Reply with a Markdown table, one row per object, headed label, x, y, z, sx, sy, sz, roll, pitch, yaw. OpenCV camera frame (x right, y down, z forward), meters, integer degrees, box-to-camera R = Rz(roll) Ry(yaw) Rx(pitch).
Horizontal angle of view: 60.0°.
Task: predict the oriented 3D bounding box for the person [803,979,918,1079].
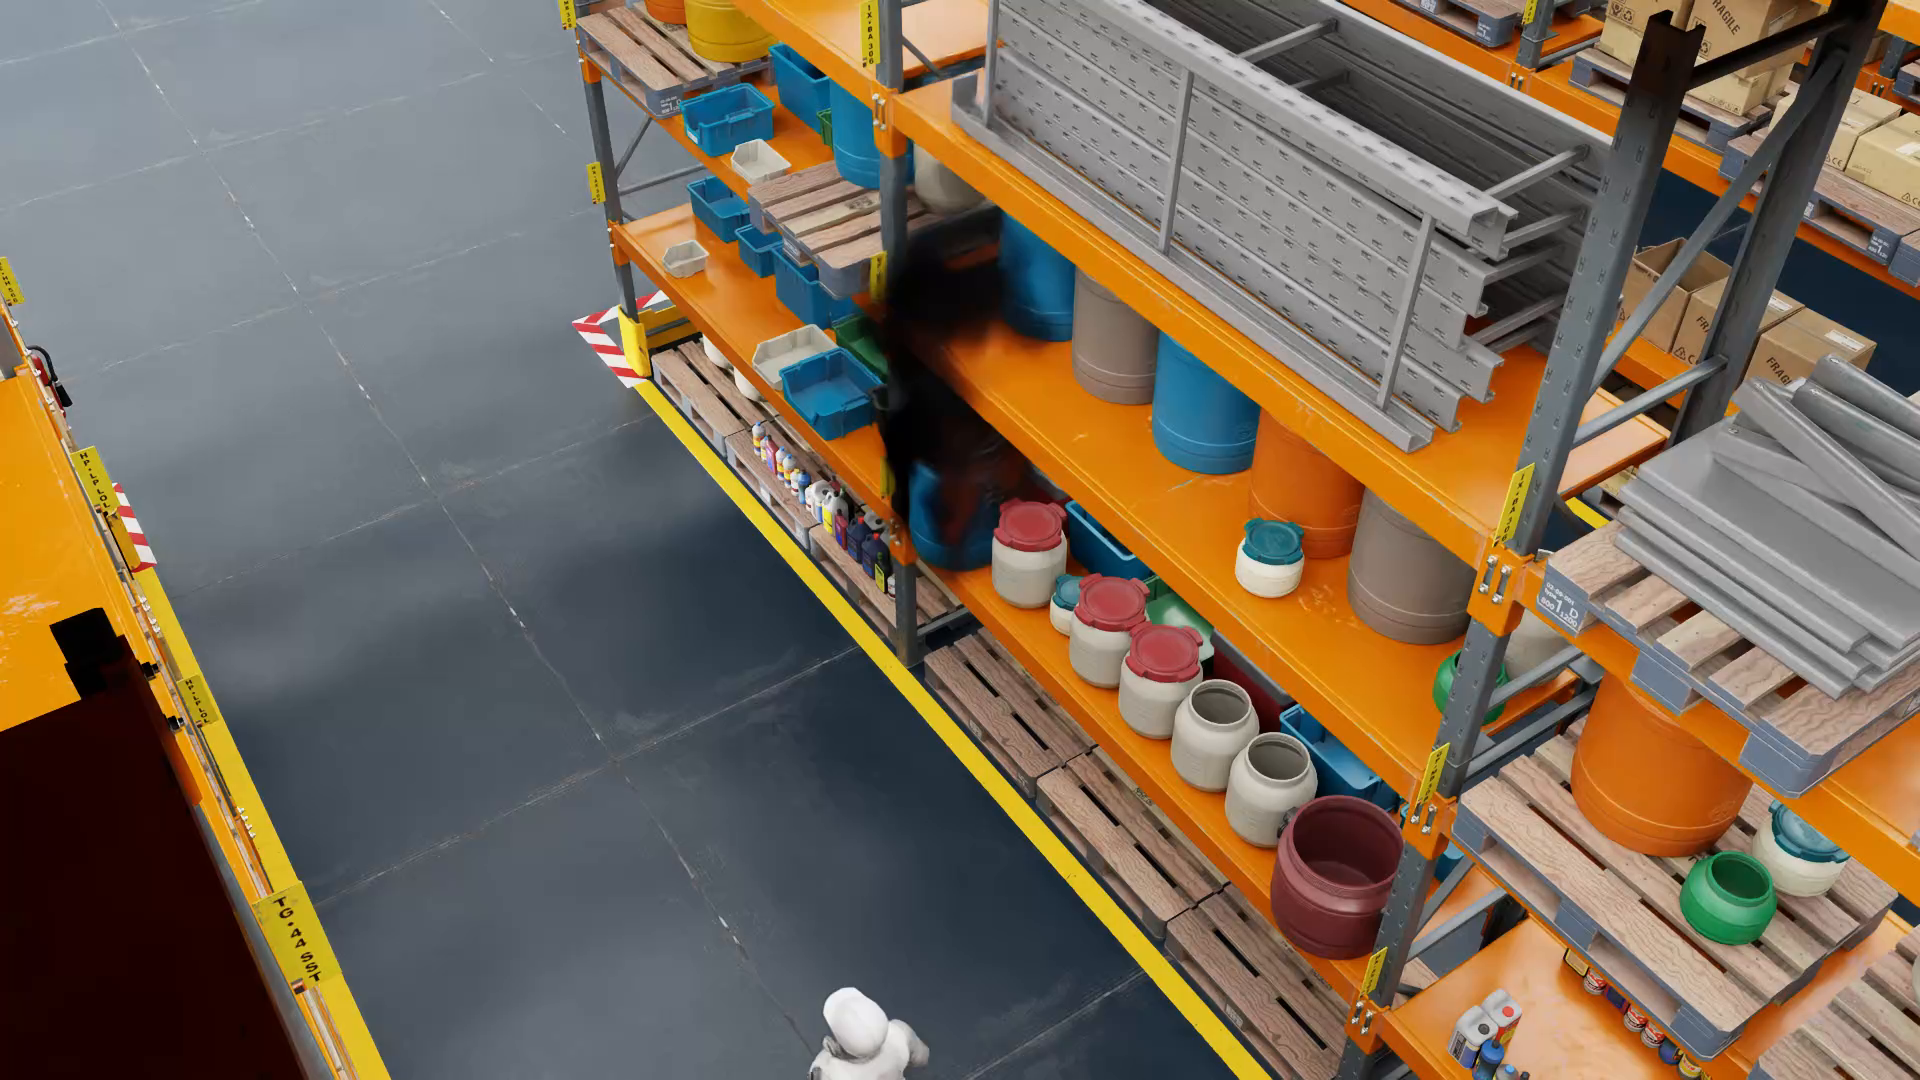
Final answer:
| label | x | y | z | sx | sy | sz | roll | pitch | yaw |
| --- | --- | --- | --- | --- | --- | --- | --- | --- | --- |
| person | -0.515 | 2.465 | 7.407 | 0.655 | 1.752 | 0.537 | -32 | 51 | -30 |
